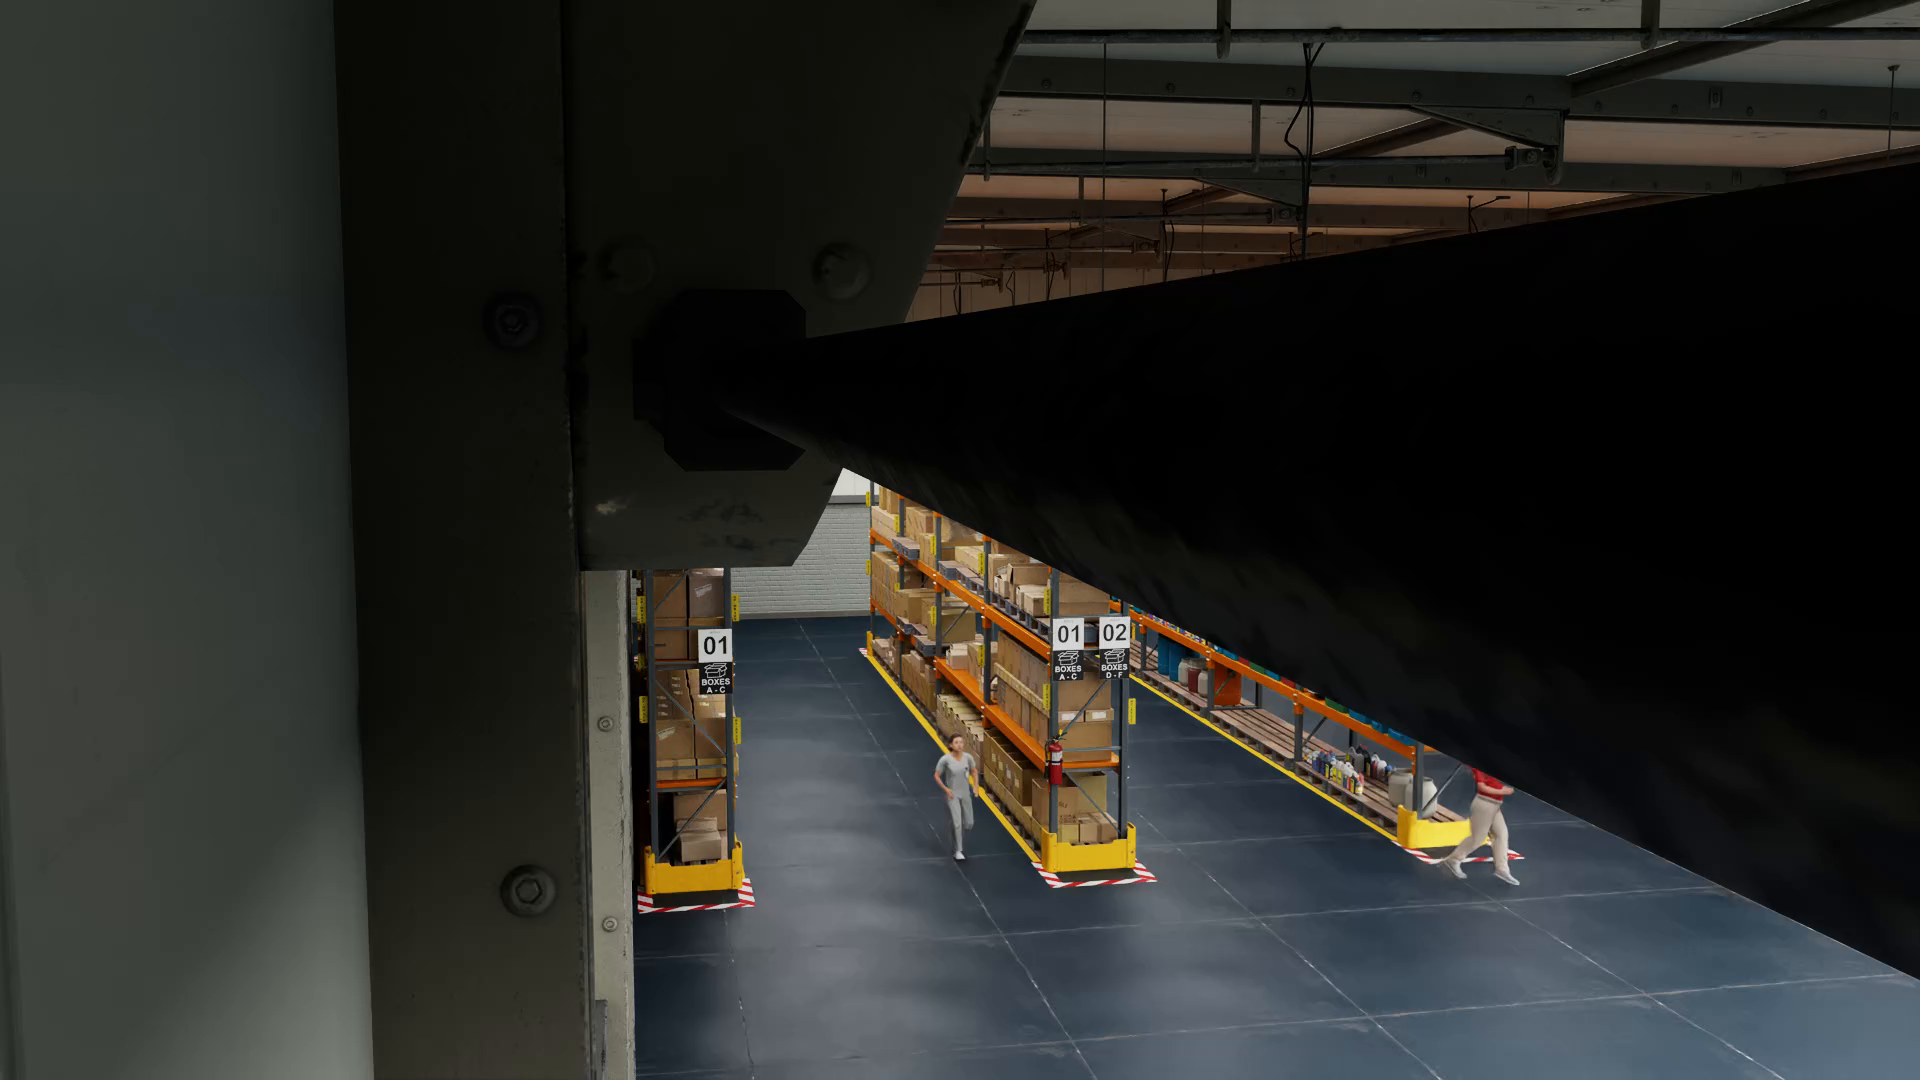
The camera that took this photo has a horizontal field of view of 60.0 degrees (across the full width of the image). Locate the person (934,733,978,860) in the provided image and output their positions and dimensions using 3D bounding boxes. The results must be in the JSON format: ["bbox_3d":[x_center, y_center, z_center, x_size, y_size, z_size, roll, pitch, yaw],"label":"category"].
[{"bbox_3d":[-0.059,3.280,21.475,0.609,1.624,0.601,-2,6,-21],"label":"person"}]

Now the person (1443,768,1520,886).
[{"bbox_3d":[6.478,3.329,20.493,0.906,1.744,0.688,3,7,28],"label":"person"}]
